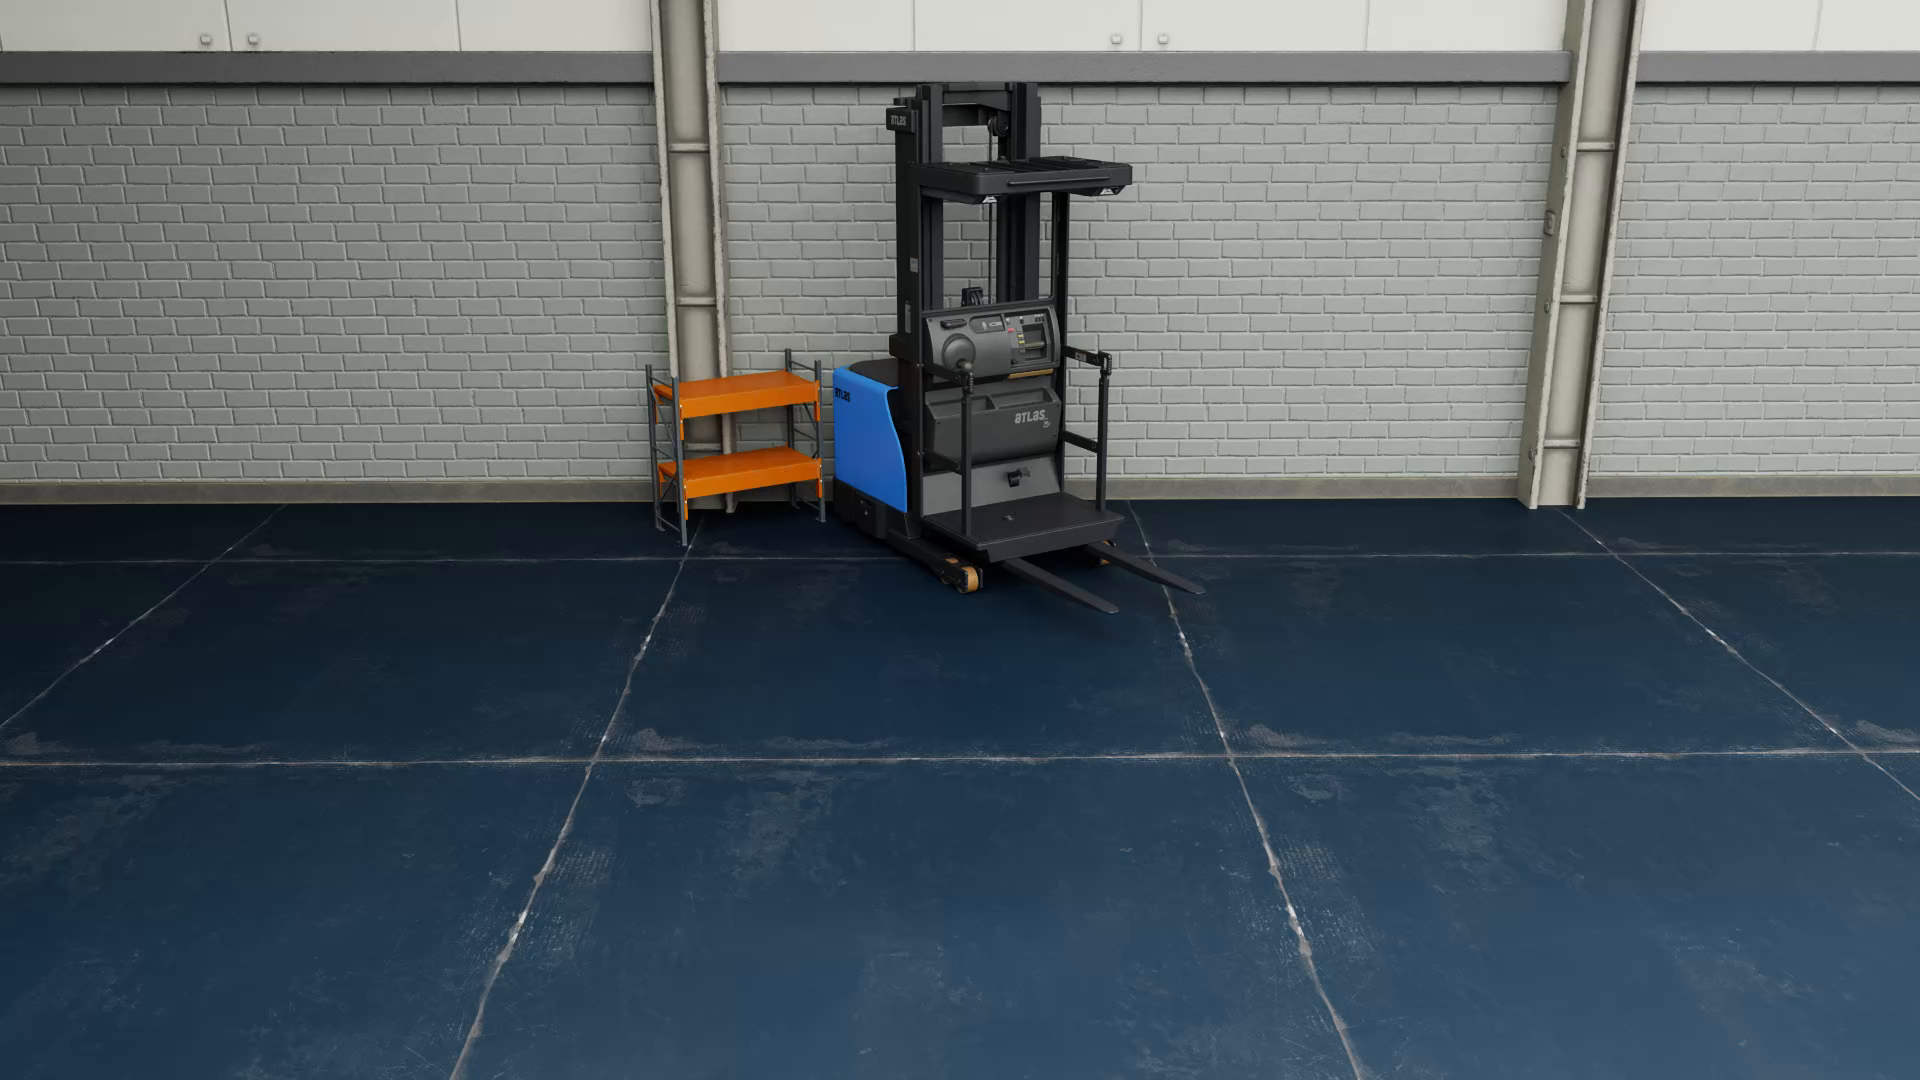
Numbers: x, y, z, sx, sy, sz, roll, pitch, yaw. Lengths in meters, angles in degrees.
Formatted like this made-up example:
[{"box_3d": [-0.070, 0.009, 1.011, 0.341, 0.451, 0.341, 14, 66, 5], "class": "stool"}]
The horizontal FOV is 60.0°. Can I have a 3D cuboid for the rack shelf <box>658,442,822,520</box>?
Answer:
[{"box_3d": [-1.502, -0.410, 11.284, 1.000, 0.278, 0.538, -11, 21, -30], "class": "rack shelf"}]

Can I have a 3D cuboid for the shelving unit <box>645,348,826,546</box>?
[{"box_3d": [-1.502, -0.643, 11.209, 1.048, 1.125, 0.538, -11, 21, -30], "class": "shelving unit"}]

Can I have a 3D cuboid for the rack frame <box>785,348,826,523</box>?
[{"box_3d": [-1.068, -0.723, 11.461, 0.032, 1.125, 0.500, -11, 21, -30], "class": "rack frame"}]

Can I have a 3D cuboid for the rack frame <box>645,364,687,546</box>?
[{"box_3d": [-1.936, -0.562, 10.957, 0.032, 1.125, 0.500, -11, 21, -30], "class": "rack frame"}]

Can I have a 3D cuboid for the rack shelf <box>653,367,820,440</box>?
[{"box_3d": [-1.502, -0.921, 11.120, 1.000, 0.278, 0.538, -11, 21, -30], "class": "rack shelf"}]

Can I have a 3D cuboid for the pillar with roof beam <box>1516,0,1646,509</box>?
[{"box_3d": [4.281, -3.239, 6.413, 0.400, 9.000, 9.100, 0, 18, -1], "class": "pillar with roof beam"}]

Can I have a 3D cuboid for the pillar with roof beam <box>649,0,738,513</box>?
[{"box_3d": [-1.718, -3.210, 6.322, 0.400, 9.000, 9.100, 0, 18, -1], "class": "pillar with roof beam"}]

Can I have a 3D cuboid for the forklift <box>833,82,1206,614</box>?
[{"box_3d": [0.322, -1.233, 10.093, 1.130, 2.935, 3.031, -10, 21, -30], "class": "forklift"}]
